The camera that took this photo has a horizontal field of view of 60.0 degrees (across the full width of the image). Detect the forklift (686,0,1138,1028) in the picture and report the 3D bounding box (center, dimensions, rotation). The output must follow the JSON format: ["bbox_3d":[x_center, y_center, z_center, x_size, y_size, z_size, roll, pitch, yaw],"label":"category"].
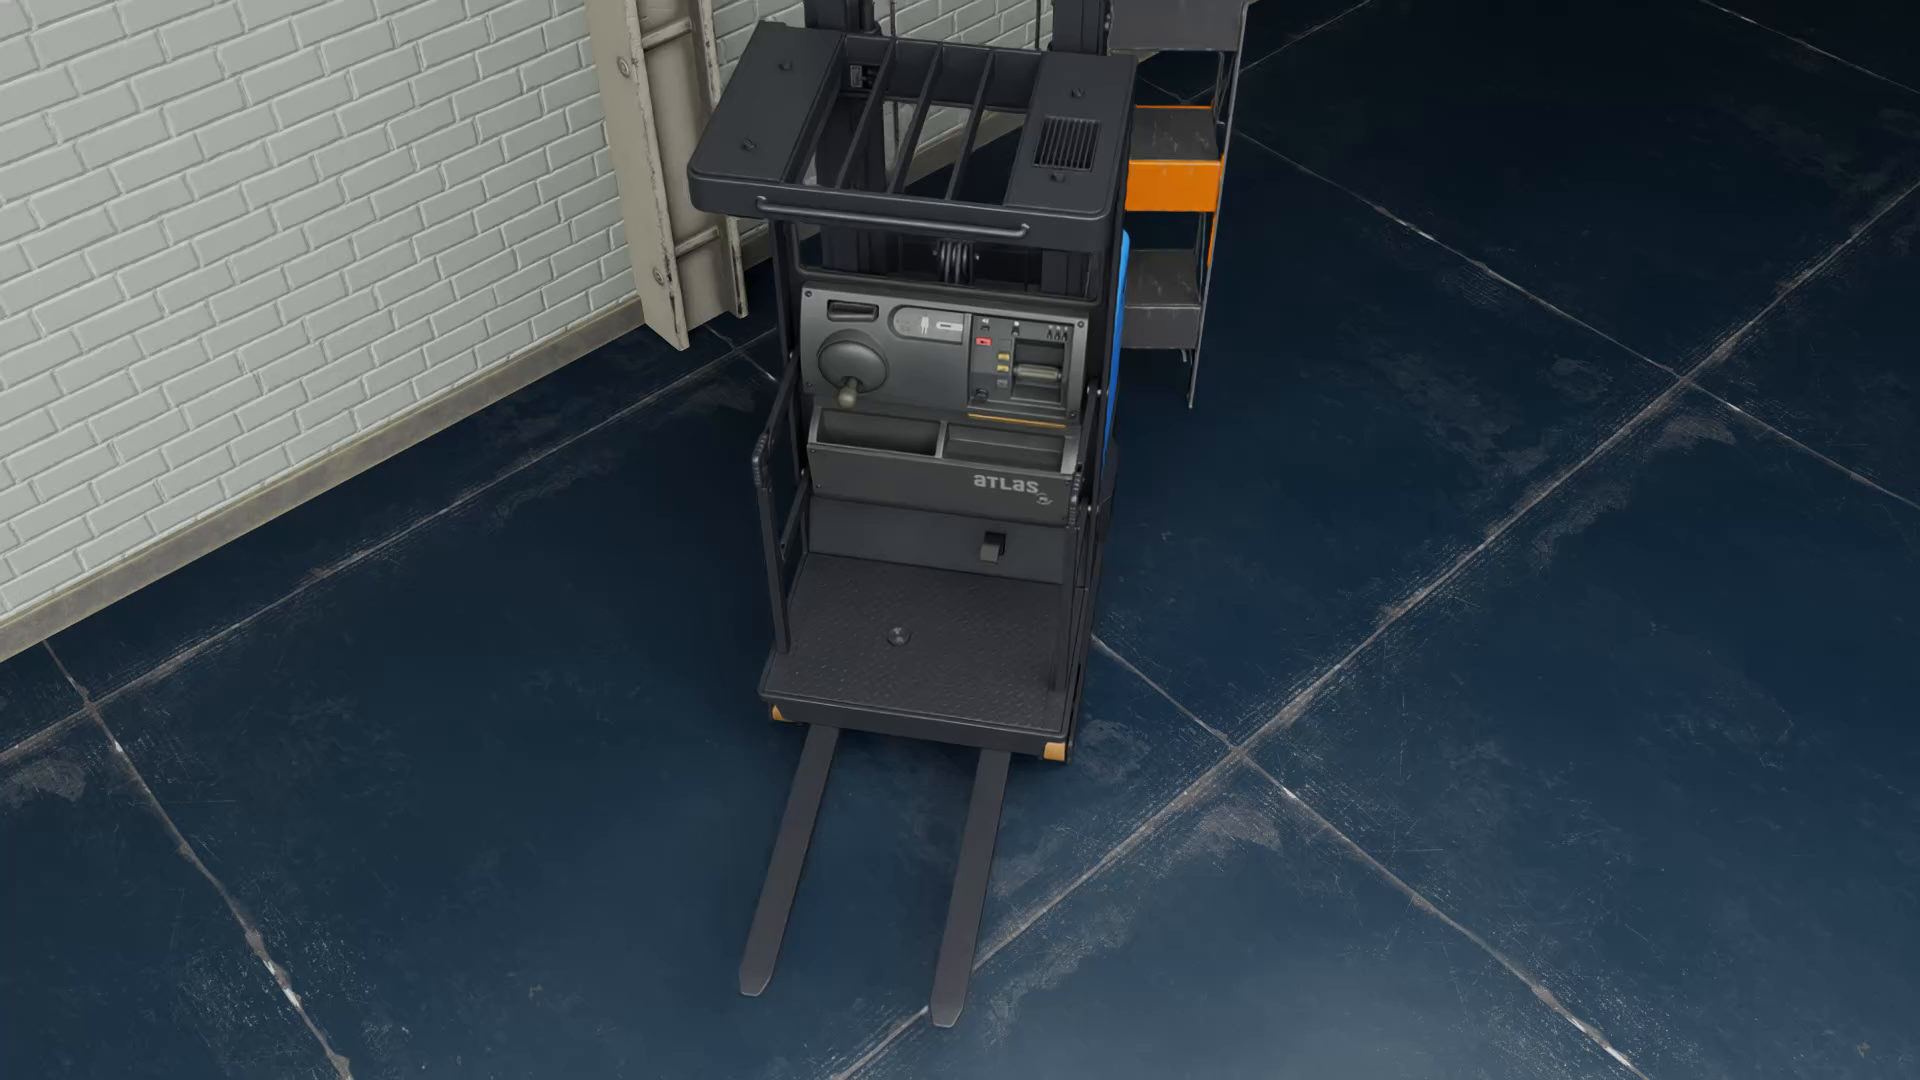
[{"bbox_3d":[-0.092,-0.492,5.210,1.130,2.935,3.031,7,48,7],"label":"forklift"}]

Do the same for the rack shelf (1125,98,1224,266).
[{"bbox_3d":[0.768,-1.434,6.659,0.480,0.518,0.431,1,47,0],"label":"rack shelf"}]

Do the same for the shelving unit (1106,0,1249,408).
[{"bbox_3d":[0.769,-1.444,6.650,0.503,2.100,0.431,1,47,0],"label":"shelving unit"}]

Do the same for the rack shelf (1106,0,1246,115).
[{"bbox_3d":[0.770,-1.914,6.150,0.480,0.518,0.431,1,47,0],"label":"rack shelf"}]

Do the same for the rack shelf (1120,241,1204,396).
[{"bbox_3d":[0.767,-0.955,7.169,0.480,0.518,0.431,1,47,0],"label":"rack shelf"}]

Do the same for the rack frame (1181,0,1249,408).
[{"bbox_3d":[1.012,-1.441,6.648,0.015,2.100,0.400,1,47,0],"label":"rack frame"}]

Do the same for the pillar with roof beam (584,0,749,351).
[{"bbox_3d":[1.670,-1.747,2.239,0.400,9.000,9.100,-34,56,-27],"label":"pillar with roof beam"}]
